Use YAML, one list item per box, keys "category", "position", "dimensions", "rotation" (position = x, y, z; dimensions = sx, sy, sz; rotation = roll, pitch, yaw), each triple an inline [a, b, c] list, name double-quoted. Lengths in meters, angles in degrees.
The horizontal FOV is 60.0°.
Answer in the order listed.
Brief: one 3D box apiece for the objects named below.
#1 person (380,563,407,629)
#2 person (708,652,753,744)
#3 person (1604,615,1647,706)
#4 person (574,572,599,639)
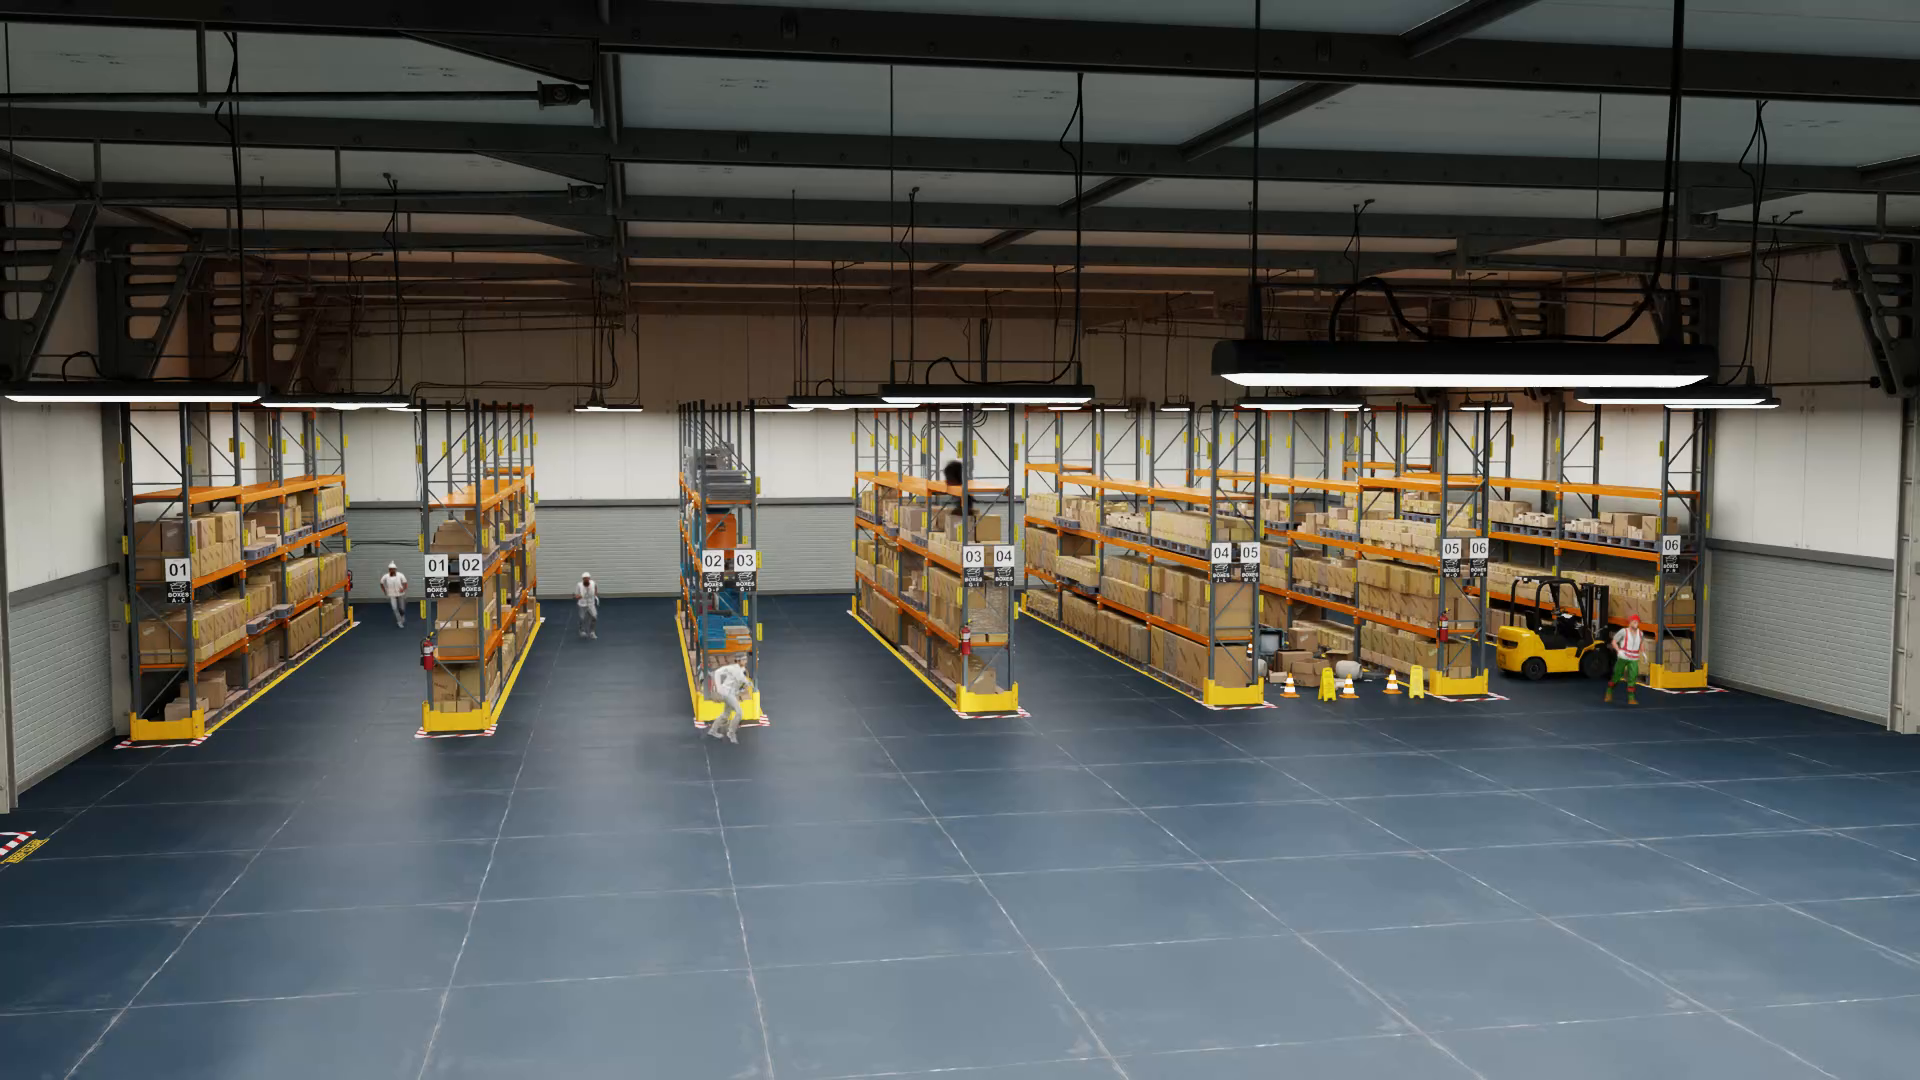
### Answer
- category: "person"
  position: [-15.223, 1.493, 44.753]
  dimensions: [0.689, 1.734, 0.822]
  rotation: [-2, 5, -21]
- category: "person"
  position: [-4.031, 2.761, 29.031]
  dimensions: [0.886, 1.660, 0.655]
  rotation: [2, 5, 24]
- category: "person"
  position: [13.118, 2.339, 32.537]
  dimensions: [0.711, 1.768, 1.010]
  rotation: [0, 4, -2]
- category: "person"
  position: [-9.499, 1.664, 42.320]
  dimensions: [0.651, 1.722, 0.948]
  rotation: [-2, 5, -23]
